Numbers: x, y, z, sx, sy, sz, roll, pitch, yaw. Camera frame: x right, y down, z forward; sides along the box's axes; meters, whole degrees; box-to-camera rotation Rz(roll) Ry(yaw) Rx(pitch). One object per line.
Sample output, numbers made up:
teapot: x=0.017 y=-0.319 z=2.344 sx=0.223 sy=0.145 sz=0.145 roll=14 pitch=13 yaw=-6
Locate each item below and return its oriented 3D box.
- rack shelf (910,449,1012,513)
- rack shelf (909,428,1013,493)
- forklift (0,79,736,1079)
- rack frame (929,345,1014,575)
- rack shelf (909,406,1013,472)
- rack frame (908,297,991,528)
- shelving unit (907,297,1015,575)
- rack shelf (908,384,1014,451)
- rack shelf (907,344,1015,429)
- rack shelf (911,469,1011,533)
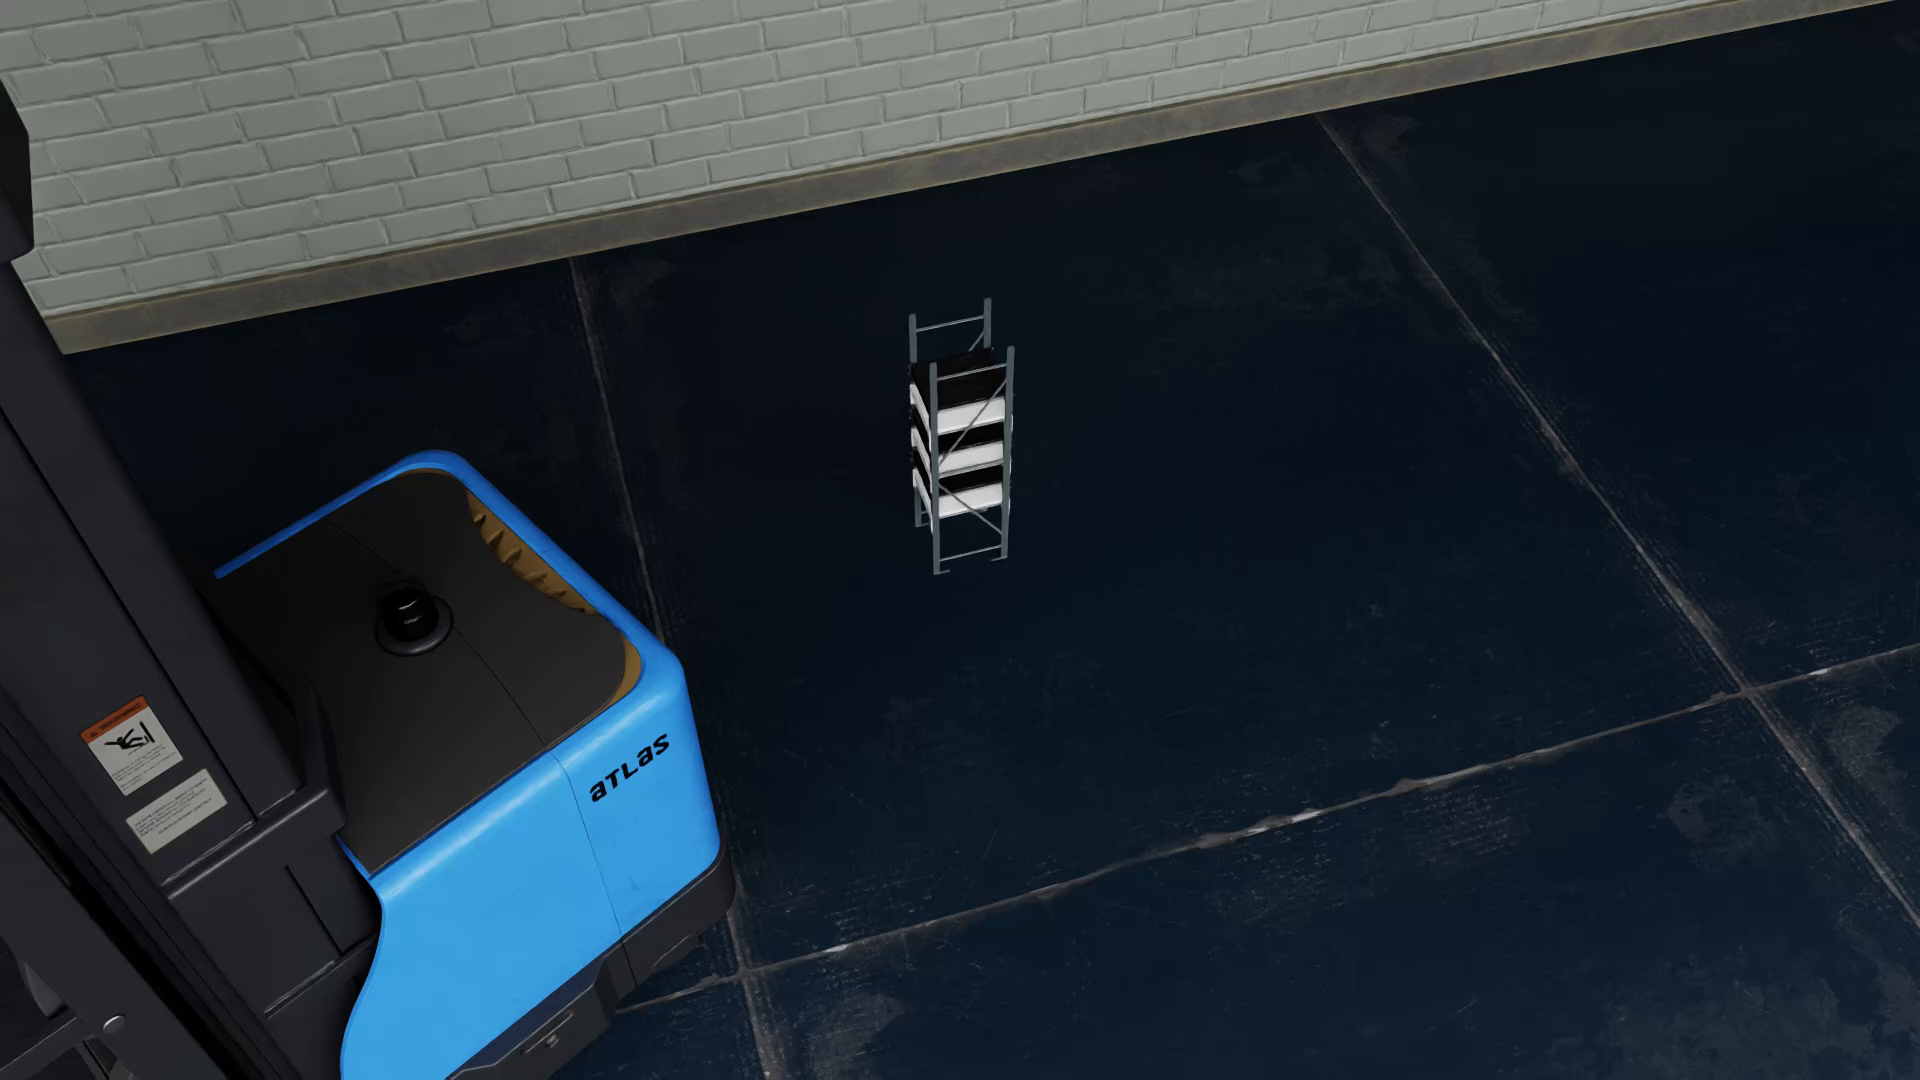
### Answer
rack shelf: x=0.002 y=-0.205 z=4.995 sx=0.258 sy=0.077 sz=0.200 roll=-13 pitch=51 yaw=-11
rack shelf: x=0.002 y=-0.263 z=4.926 sx=0.258 sy=0.077 sz=0.200 roll=-13 pitch=51 yaw=-11
forklift: x=-1.994 y=0.553 z=2.867 sx=3.031 sy=2.935 sz=1.130 roll=-37 pitch=59 yaw=-27
rack frame: x=0.032 y=-0.210 z=4.838 sx=0.240 sy=0.900 sz=0.006 roll=-13 pitch=51 yaw=-11
rack shelf: x=0.002 y=-0.321 z=4.858 sx=0.258 sy=0.077 sz=0.200 roll=-13 pitch=51 yaw=-11
rack frame: x=-0.028 y=-0.358 z=4.964 sx=0.240 sy=0.900 sz=0.006 roll=-13 pitch=51 yaw=-11
shelving unit: x=0.002 y=-0.284 z=4.901 sx=0.258 sy=0.900 sz=0.210 roll=-13 pitch=51 yaw=-11
rack shelf: x=0.002 y=-0.379 z=4.789 sx=0.258 sy=0.077 sz=0.200 roll=-13 pitch=51 yaw=-11
rack shelf: x=0.002 y=-0.437 z=4.720 sx=0.258 sy=0.077 sz=0.200 roll=-13 pitch=51 yaw=-11
rack shelf: x=0.002 y=-0.147 z=5.064 sx=0.258 sy=0.077 sz=0.200 roll=-13 pitch=51 yaw=-11
